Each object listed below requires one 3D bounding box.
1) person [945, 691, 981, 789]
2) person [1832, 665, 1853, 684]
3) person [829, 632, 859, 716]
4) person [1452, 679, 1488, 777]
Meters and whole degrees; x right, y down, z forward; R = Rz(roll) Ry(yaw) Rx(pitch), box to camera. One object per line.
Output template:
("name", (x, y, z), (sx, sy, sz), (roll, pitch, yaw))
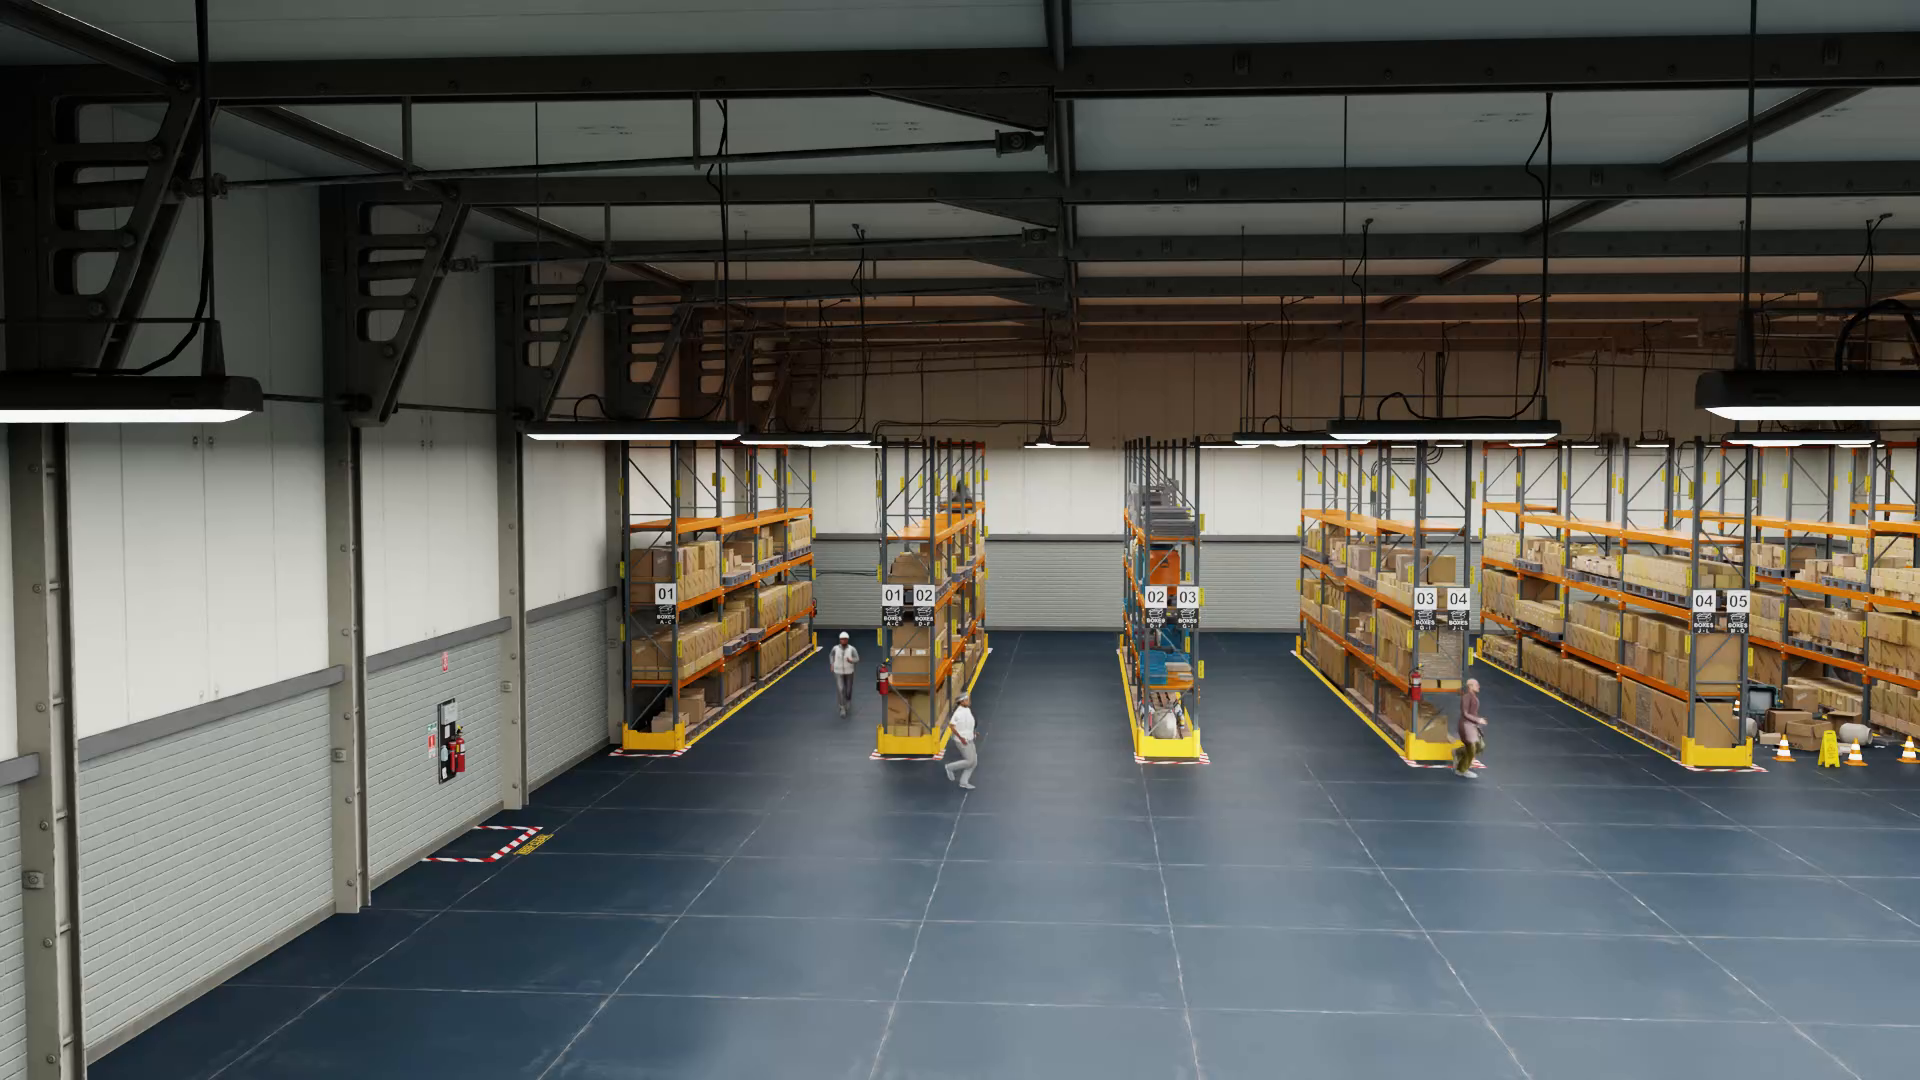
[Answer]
("person", (0.051, 3.390, 28.231), (0.561, 1.659, 0.585), (1, 3, 23))
("person", (21.143, 2.750, 39.711), (0.669, 1.683, 0.618), (0, 3, 5))
("person", (-2.509, 2.875, 36.090), (0.653, 1.764, 0.972), (0, 3, -3))
("person", (8.957, 3.297, 29.215), (0.669, 1.735, 0.701), (2, 4, 35))
